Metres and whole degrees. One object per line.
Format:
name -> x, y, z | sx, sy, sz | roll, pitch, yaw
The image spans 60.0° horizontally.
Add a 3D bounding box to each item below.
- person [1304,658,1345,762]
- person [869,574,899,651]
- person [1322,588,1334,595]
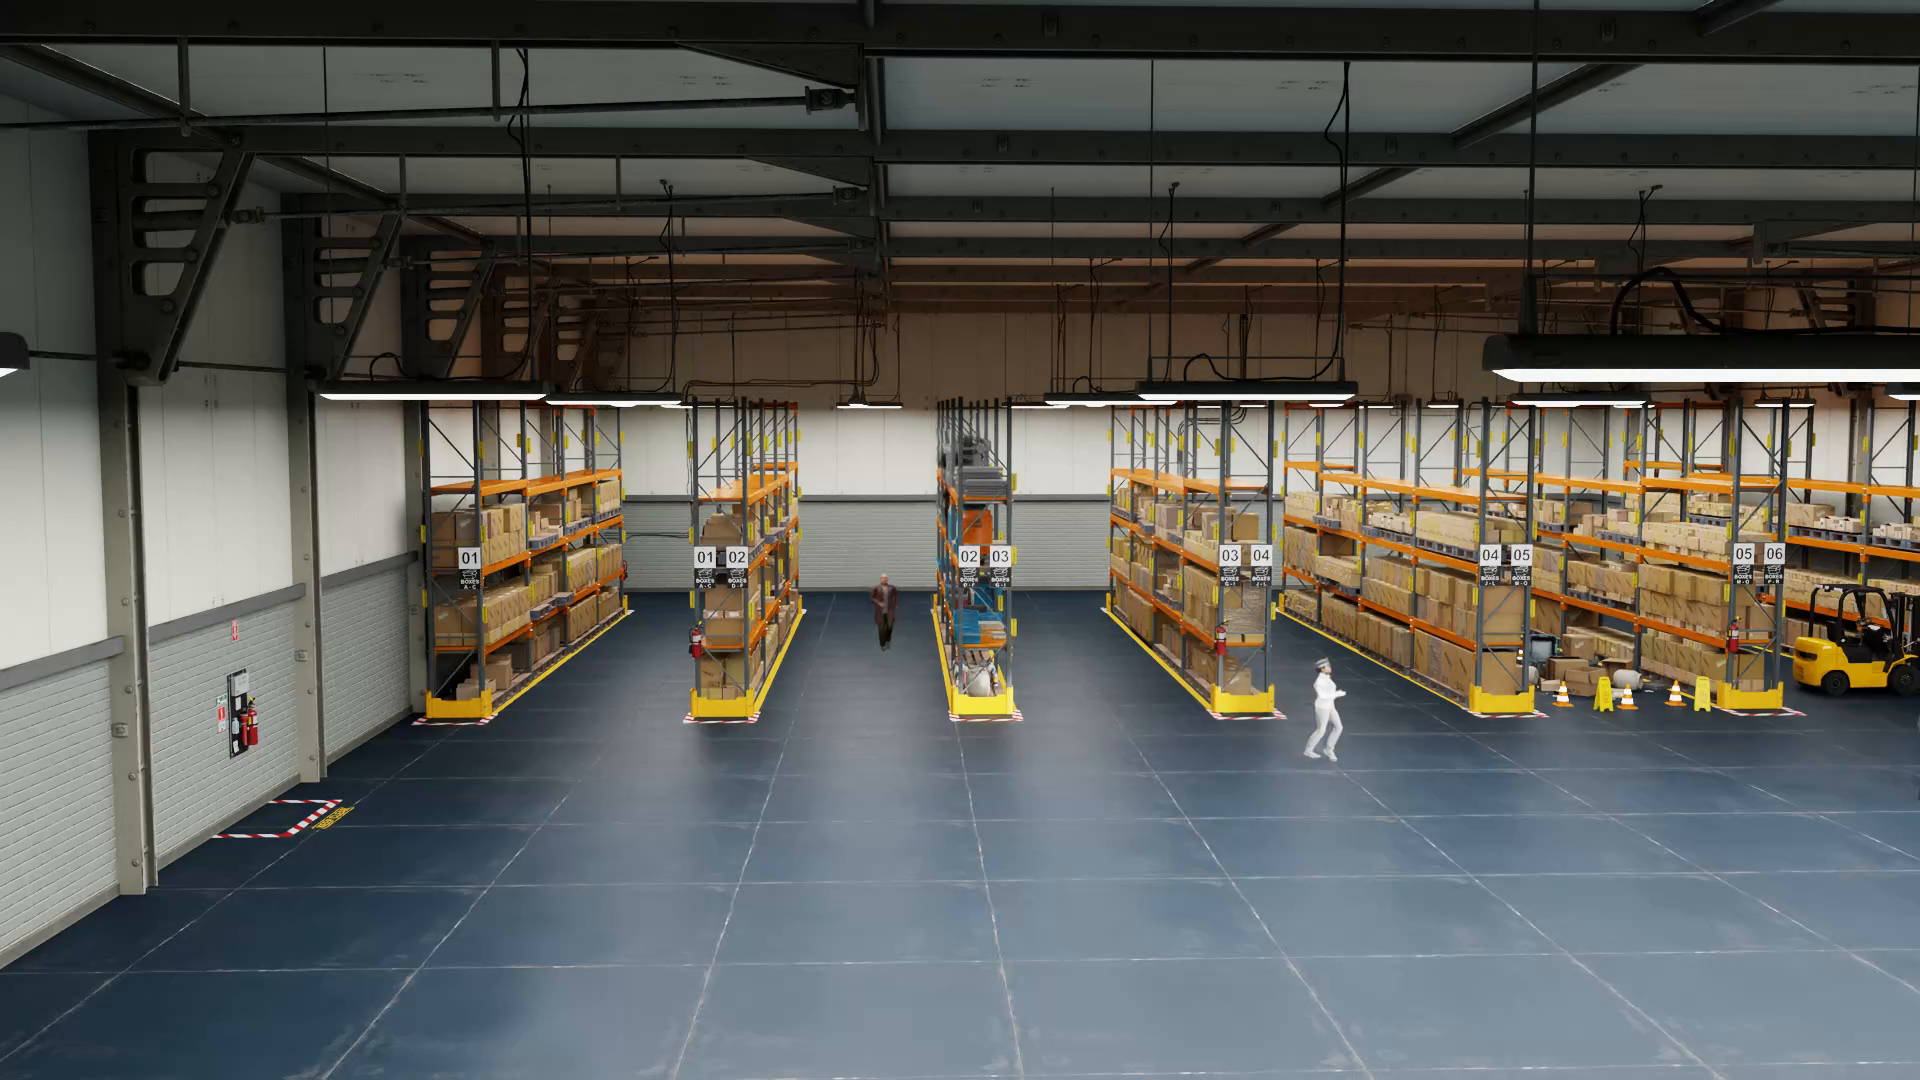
person -> 5.979, 2.781, 27.185 | 0.684, 1.734, 0.592 | 2, 5, 29
person -> -1.701, 1.649, 37.731 | 0.695, 1.761, 0.631 | -1, 4, -9
person -> 10.569, 1.085, 48.809 | 0.765, 1.723, 0.895 | -3, 6, -38
